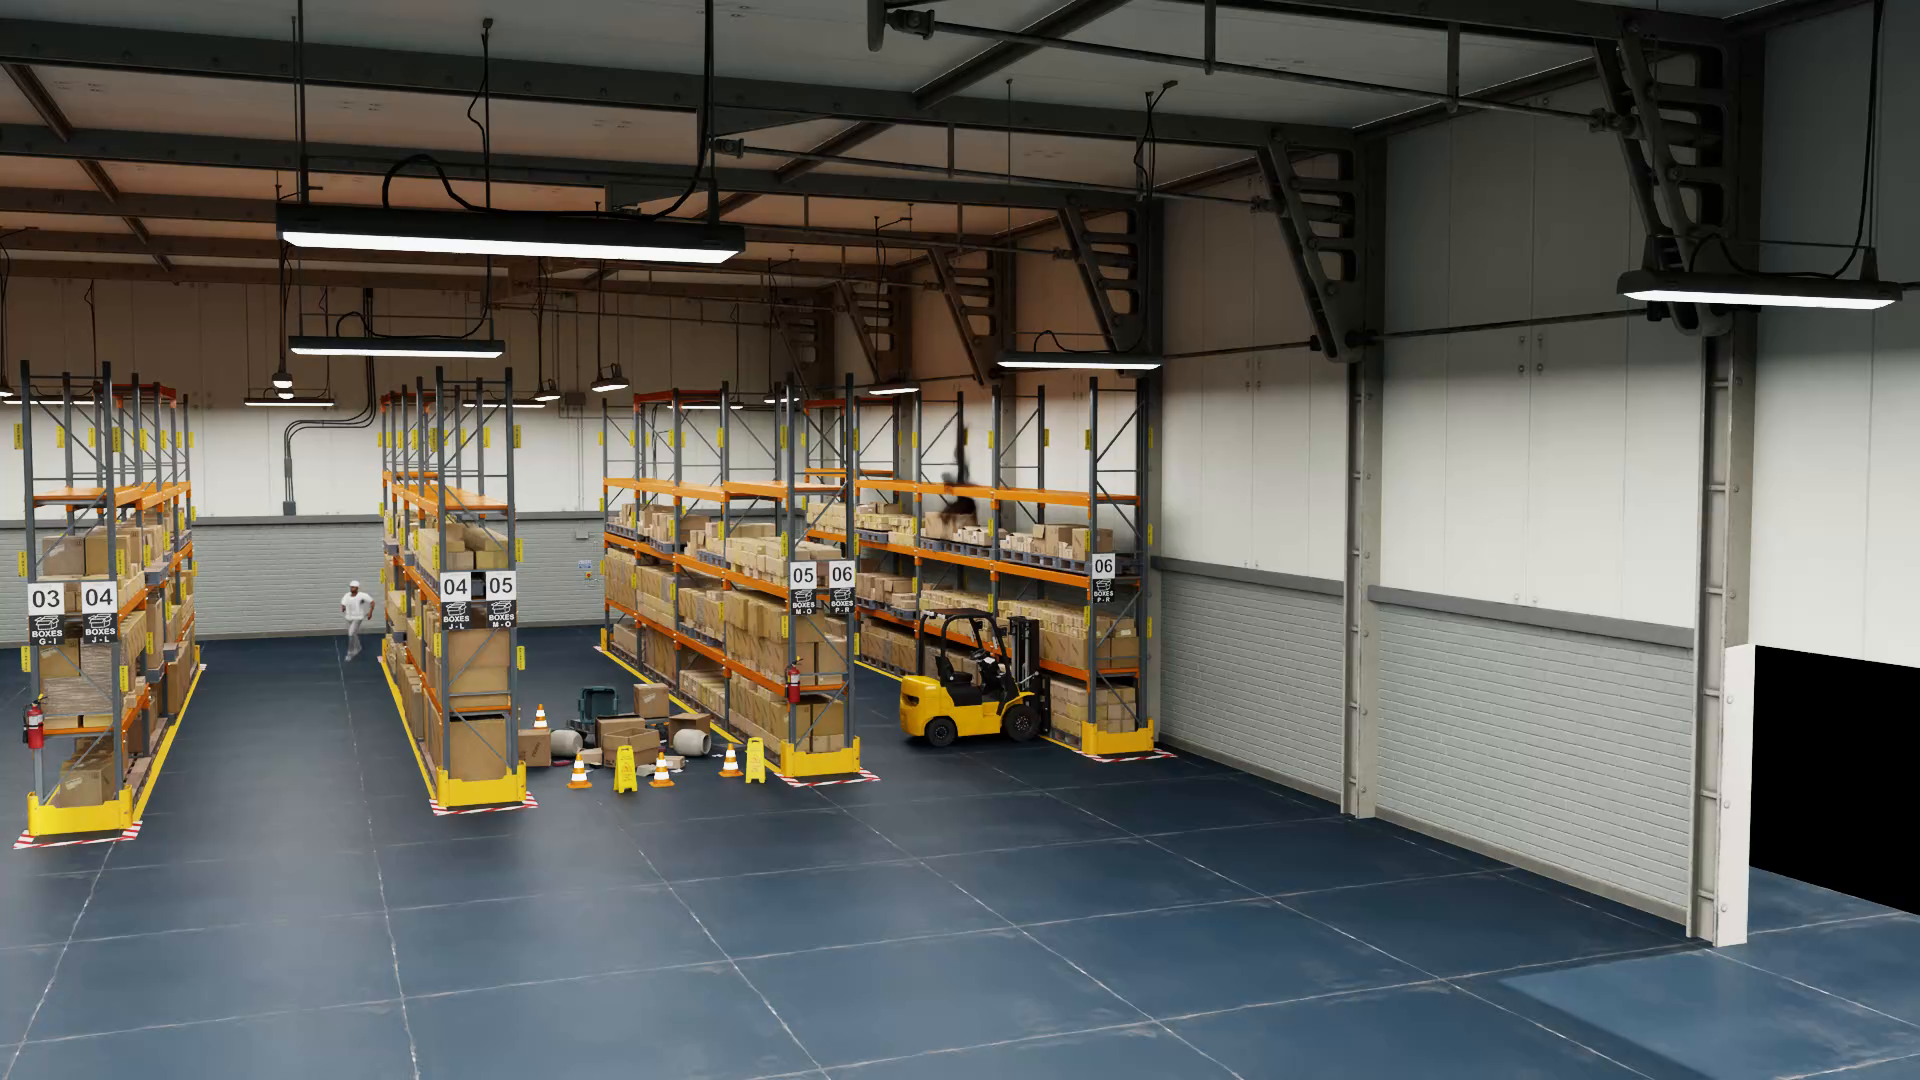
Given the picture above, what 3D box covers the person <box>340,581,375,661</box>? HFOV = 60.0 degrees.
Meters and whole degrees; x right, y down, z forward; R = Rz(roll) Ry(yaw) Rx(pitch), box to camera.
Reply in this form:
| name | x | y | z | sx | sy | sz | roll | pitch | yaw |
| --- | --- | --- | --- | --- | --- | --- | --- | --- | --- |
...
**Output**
| name | x | y | z | sx | sy | sz | roll | pitch | yaw |
| --- | --- | --- | --- | --- | --- | --- | --- | --- | --- |
| person | -13.816 | 1.834 | 38.000 | 0.738 | 1.821 | 0.806 | 1 | 4 | 16 |
